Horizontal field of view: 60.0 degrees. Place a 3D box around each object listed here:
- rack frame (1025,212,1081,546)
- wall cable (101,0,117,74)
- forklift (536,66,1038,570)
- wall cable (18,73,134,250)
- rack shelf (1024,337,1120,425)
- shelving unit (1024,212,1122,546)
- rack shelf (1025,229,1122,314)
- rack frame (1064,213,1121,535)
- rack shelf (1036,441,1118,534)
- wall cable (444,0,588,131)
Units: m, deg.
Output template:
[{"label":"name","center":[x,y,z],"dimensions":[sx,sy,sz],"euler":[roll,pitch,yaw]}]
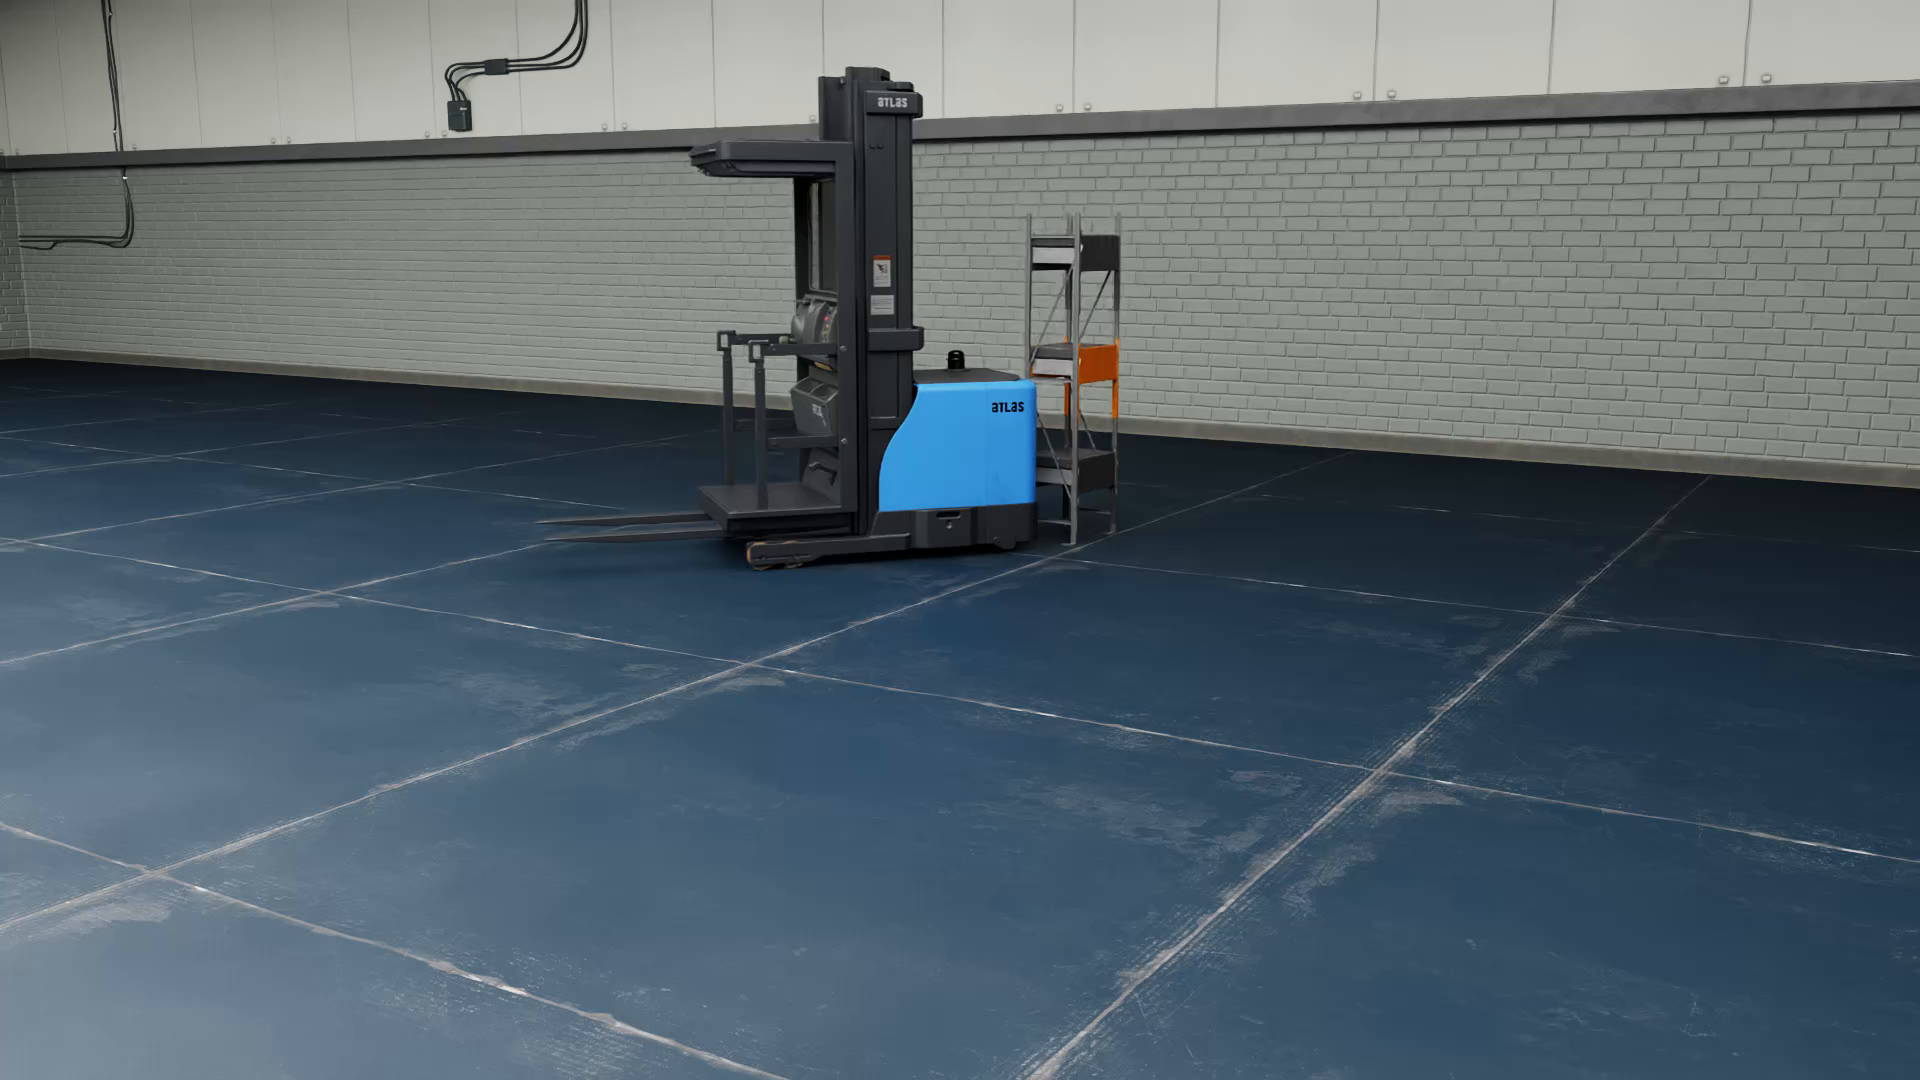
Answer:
[{"label":"rack frame","center":[0.582,-1.015,10.582],"dimensions":[0.400,2.100,0.015],"euler":[8,13,35]},{"label":"wall cable","center":[-11.127,-7.858,23.102],"dimensions":[3.097,2.526,0.112],"euler":[6,12,31]},{"label":"forklift","center":[-1.082,-1.371,10.224],"dimensions":[3.031,2.935,1.130],"euler":[-4,11,-18]},{"label":"wall cable","center":[-13.439,-5.634,24.948],"dimensions":[3.097,2.526,0.112],"euler":[6,12,31]},{"label":"rack shelf","center":[0.726,-1.037,10.778],"dimensions":[0.431,0.518,0.480],"euler":[8,13,35]},{"label":"shelving unit","center":[0.726,-1.051,10.776],"dimensions":[0.431,2.100,0.503],"euler":[8,13,35]},{"label":"rack shelf","center":[0.726,-1.726,10.650],"dimensions":[0.431,0.518,0.480],"euler":[8,13,35]},{"label":"rack frame","center":[0.870,-1.087,10.970],"dimensions":[0.400,2.100,0.015],"euler":[8,13,35]},{"label":"rack shelf","center":[0.726,-0.349,10.907],"dimensions":[0.431,0.518,0.480],"euler":[8,13,35]},{"label":"wall cable","center":[-5.334,-7.923,19.491],"dimensions":[2.305,6.003,0.169],"euler":[6,12,31]}]
